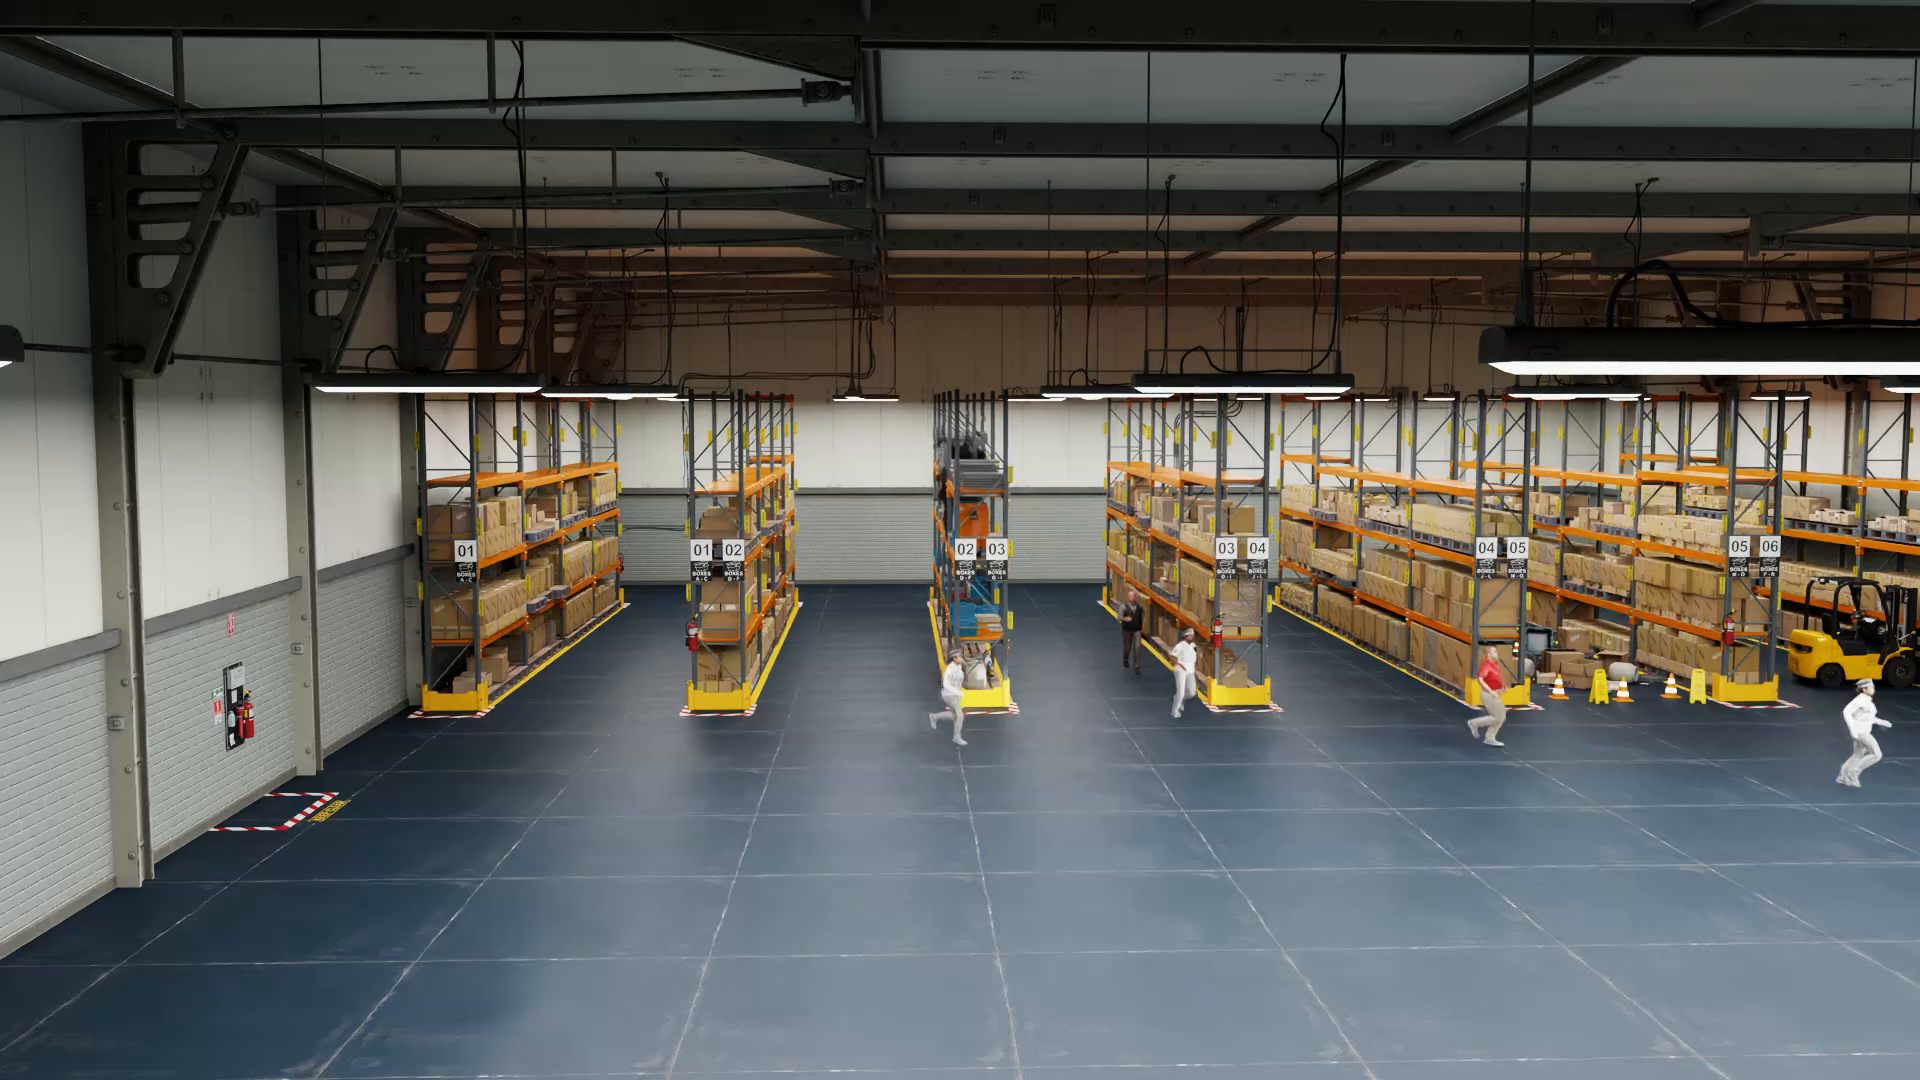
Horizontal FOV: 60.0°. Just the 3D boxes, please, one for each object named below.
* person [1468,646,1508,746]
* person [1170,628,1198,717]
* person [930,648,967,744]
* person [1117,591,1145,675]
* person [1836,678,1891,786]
[{"bbox_3d":[8.873,2.614,27.925,0.602,1.684,0.664,2,5,26],"label":"person"},{"bbox_3d":[4.157,2.430,30.680,0.578,1.613,0.537,-2,5,-25],"label":"person"},{"bbox_3d":[-0.202,2.636,28.105,0.675,1.660,0.643,2,5,19],"label":"person"},{"bbox_3d":[3.659,1.950,35.434,0.657,1.724,0.950,-1,5,-7],"label":"person"},{"bbox_3d":[13.459,2.864,24.754,0.700,1.647,0.585,3,6,35],"label":"person"}]
